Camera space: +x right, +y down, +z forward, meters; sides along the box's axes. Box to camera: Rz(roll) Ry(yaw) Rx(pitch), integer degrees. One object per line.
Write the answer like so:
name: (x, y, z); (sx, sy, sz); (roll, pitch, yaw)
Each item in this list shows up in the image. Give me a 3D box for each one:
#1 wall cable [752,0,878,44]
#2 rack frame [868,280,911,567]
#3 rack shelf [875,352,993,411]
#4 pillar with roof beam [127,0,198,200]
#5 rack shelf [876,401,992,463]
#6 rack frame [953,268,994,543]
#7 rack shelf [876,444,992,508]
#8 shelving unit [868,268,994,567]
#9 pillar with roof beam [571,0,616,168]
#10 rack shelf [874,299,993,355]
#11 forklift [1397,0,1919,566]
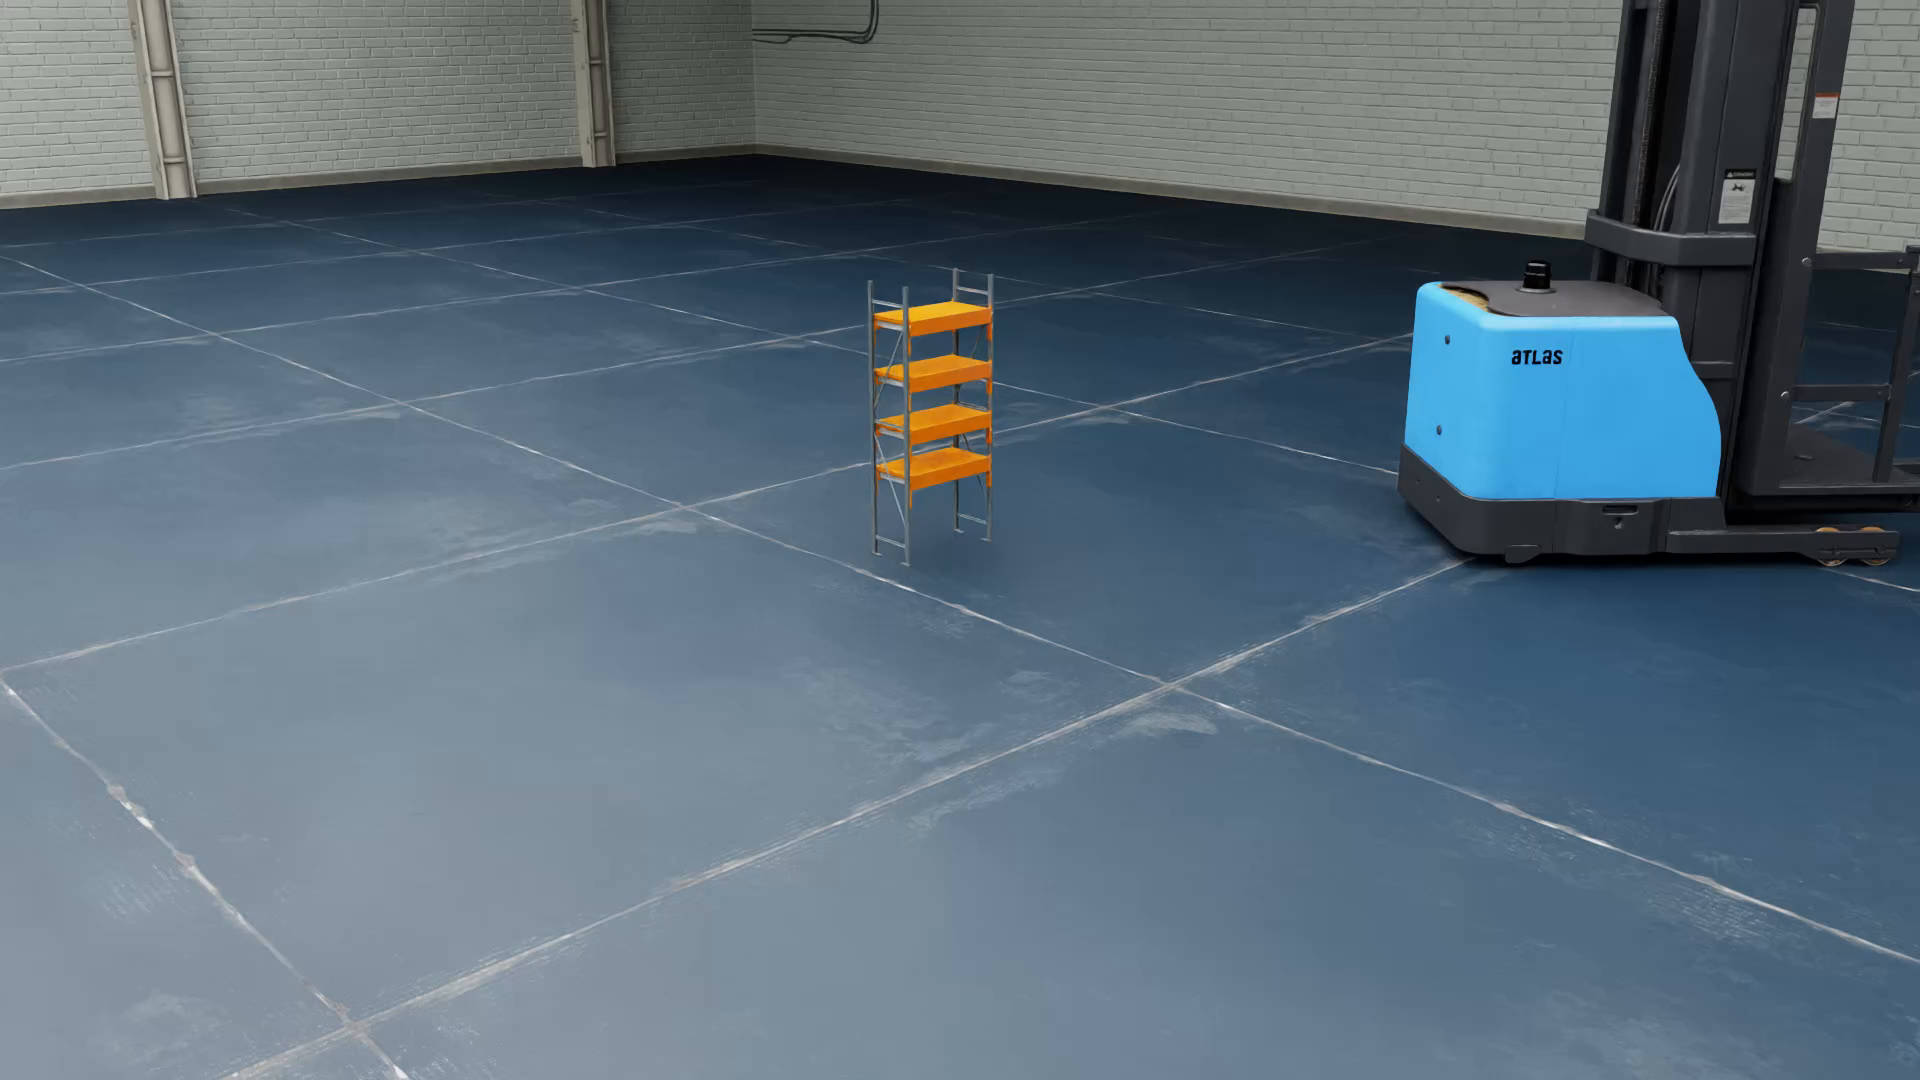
wall cable: (-2.255, -8.628, 24.541); (0.112, 2.526, 3.097); (-16, 24, -41)
rack frame: (-0.298, -0.484, 7.032); (0.015, 1.200, 0.240); (-16, 24, -41)
rack shelf: (-0.120, -0.684, 7.143); (0.480, 0.148, 0.258); (-16, 24, -41)
pillar with roof beam: (-6.706, -7.541, 16.154); (0.400, 9.000, 9.100); (-16, 24, -41)
rack shelf: (-0.120, -0.472, 7.212); (0.480, 0.148, 0.258); (-16, 24, -41)
rack frame: (0.057, -0.587, 7.351); (0.015, 1.200, 0.240); (-16, 24, -41)
rack shelf: (-0.120, -0.283, 7.273); (0.480, 0.148, 0.258); (-16, 24, -41)
shelving unit: (-0.120, -0.536, 7.191); (0.503, 1.200, 0.258); (-16, 24, -41)
pillar with roof beam: (-2.346, -8.813, 20.075); (0.400, 9.000, 9.100); (-16, 24, -41)
rack shelf: (-0.120, -0.909, 7.070); (0.480, 0.148, 0.258); (-16, 24, -41)
forklift: (3.627, -1.445, 7.188); (3.031, 2.935, 1.130); (-1, 18, -2)
